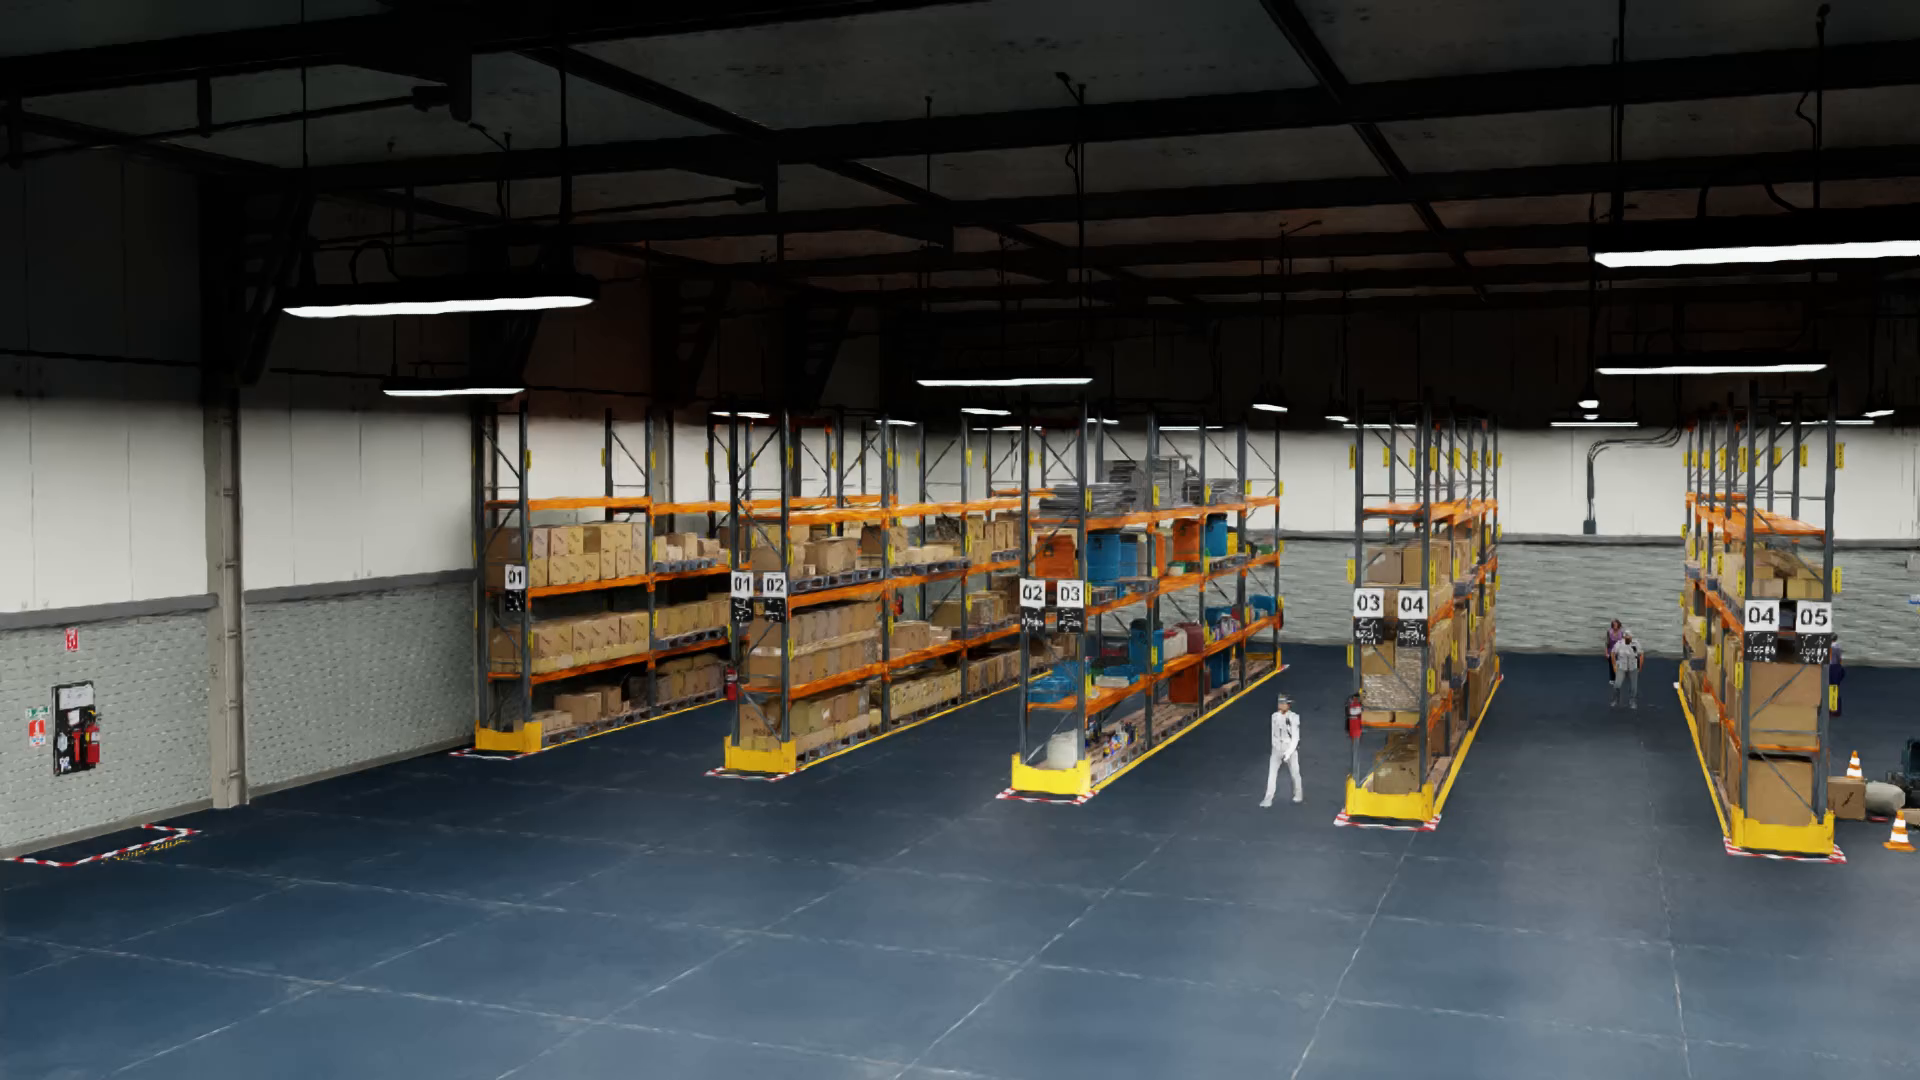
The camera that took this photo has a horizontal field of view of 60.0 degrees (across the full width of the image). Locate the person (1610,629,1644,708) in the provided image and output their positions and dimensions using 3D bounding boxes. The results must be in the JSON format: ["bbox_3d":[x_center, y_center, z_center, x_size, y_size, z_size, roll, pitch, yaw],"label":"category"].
[{"bbox_3d":[13.392,2.581,33.392,0.625,1.611,0.574,1,3,19],"label":"person"}]

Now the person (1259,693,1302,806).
[{"bbox_3d":[4.673,3.006,23.950,0.483,1.614,0.966,2,3,32],"label":"person"}]

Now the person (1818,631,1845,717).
[{"bbox_3d":[16.936,2.596,32.346,0.599,1.642,0.549,-2,4,-40],"label":"person"}]

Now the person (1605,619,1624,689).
[{"bbox_3d":[14.296,2.463,36.305,0.417,1.517,1.022,1,3,23],"label":"person"}]
